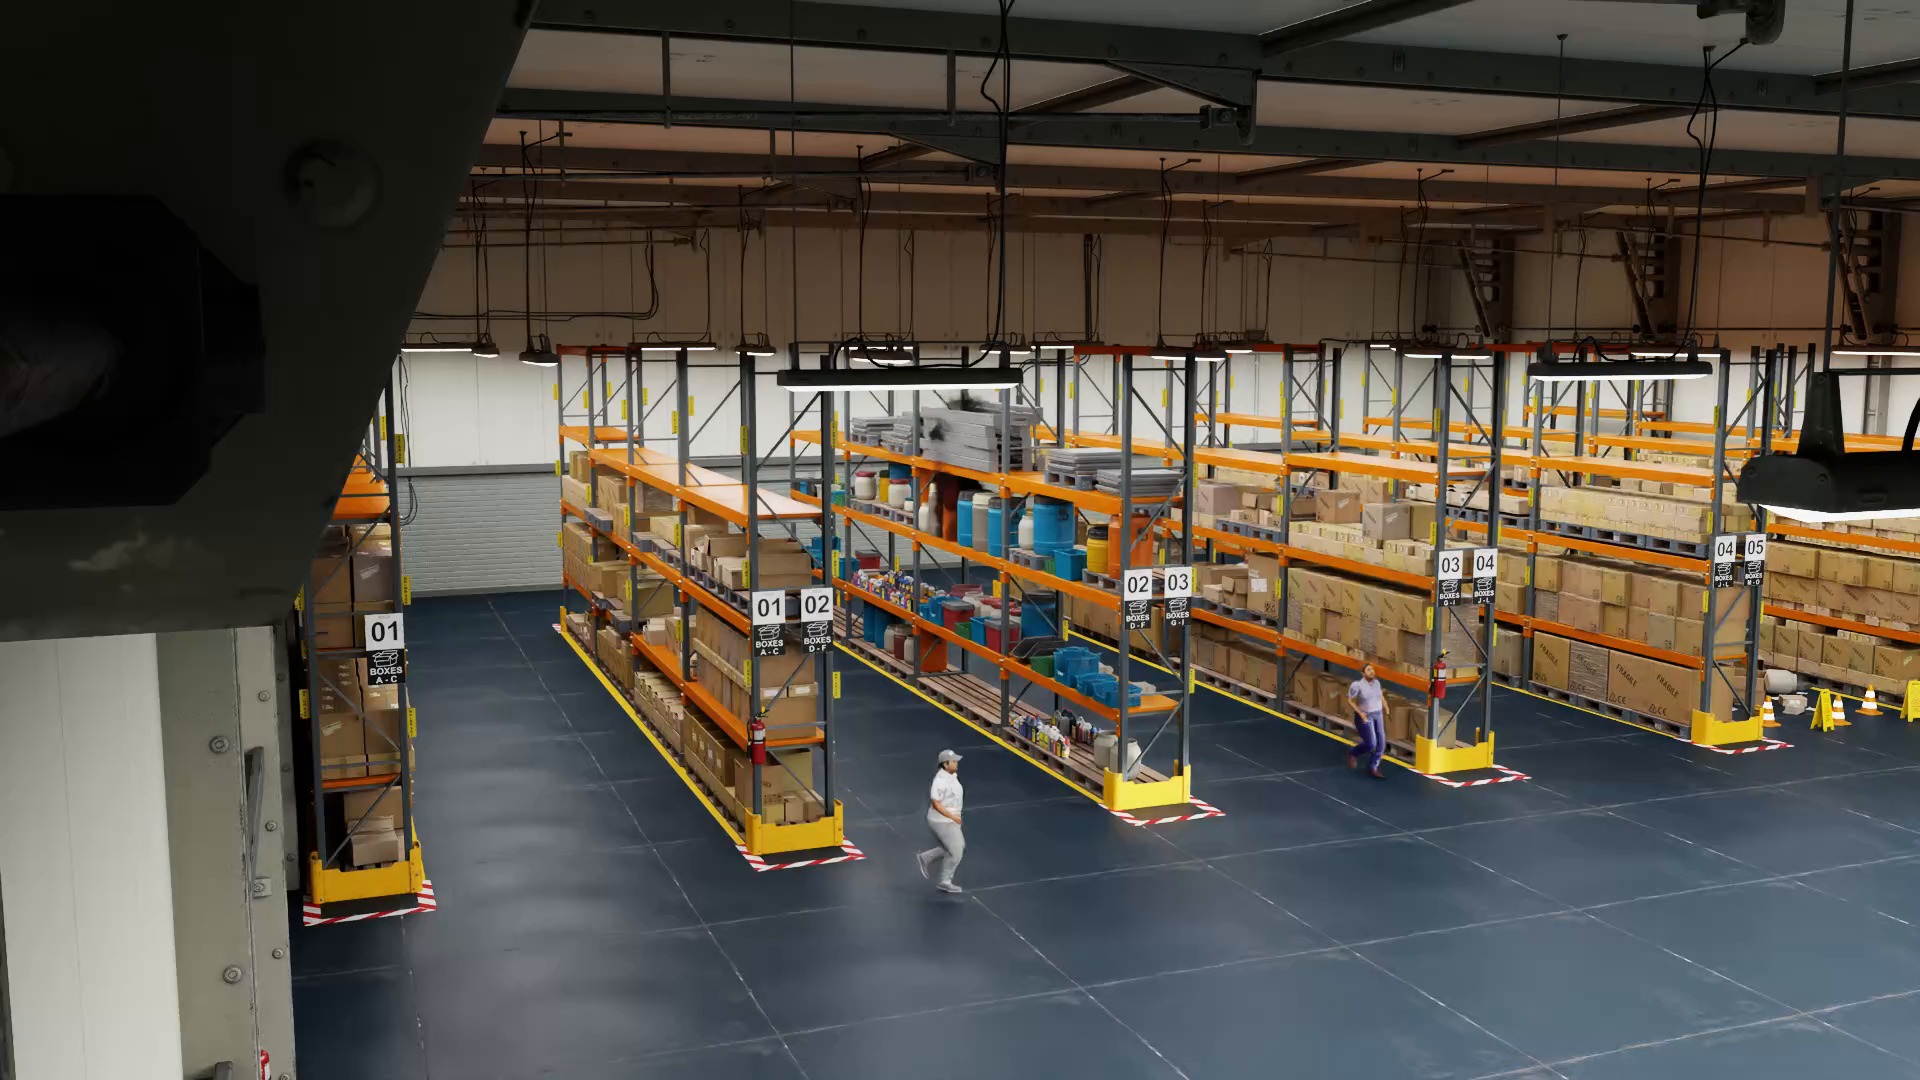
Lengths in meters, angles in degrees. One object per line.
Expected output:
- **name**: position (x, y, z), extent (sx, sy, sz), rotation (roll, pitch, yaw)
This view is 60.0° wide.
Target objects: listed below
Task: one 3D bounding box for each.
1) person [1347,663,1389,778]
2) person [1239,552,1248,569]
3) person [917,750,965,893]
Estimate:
- **person**: position (5.867, 2.559, 23.673), extent (0.607, 1.583, 0.577), rotation (-3, 8, -23)
- **person**: position (6.118, 1.053, 35.477), extent (0.541, 1.620, 0.733), rotation (-2, 8, -17)
- **person**: position (-0.212, 3.159, 18.786), extent (0.563, 1.624, 0.618), rotation (1, 7, 10)
